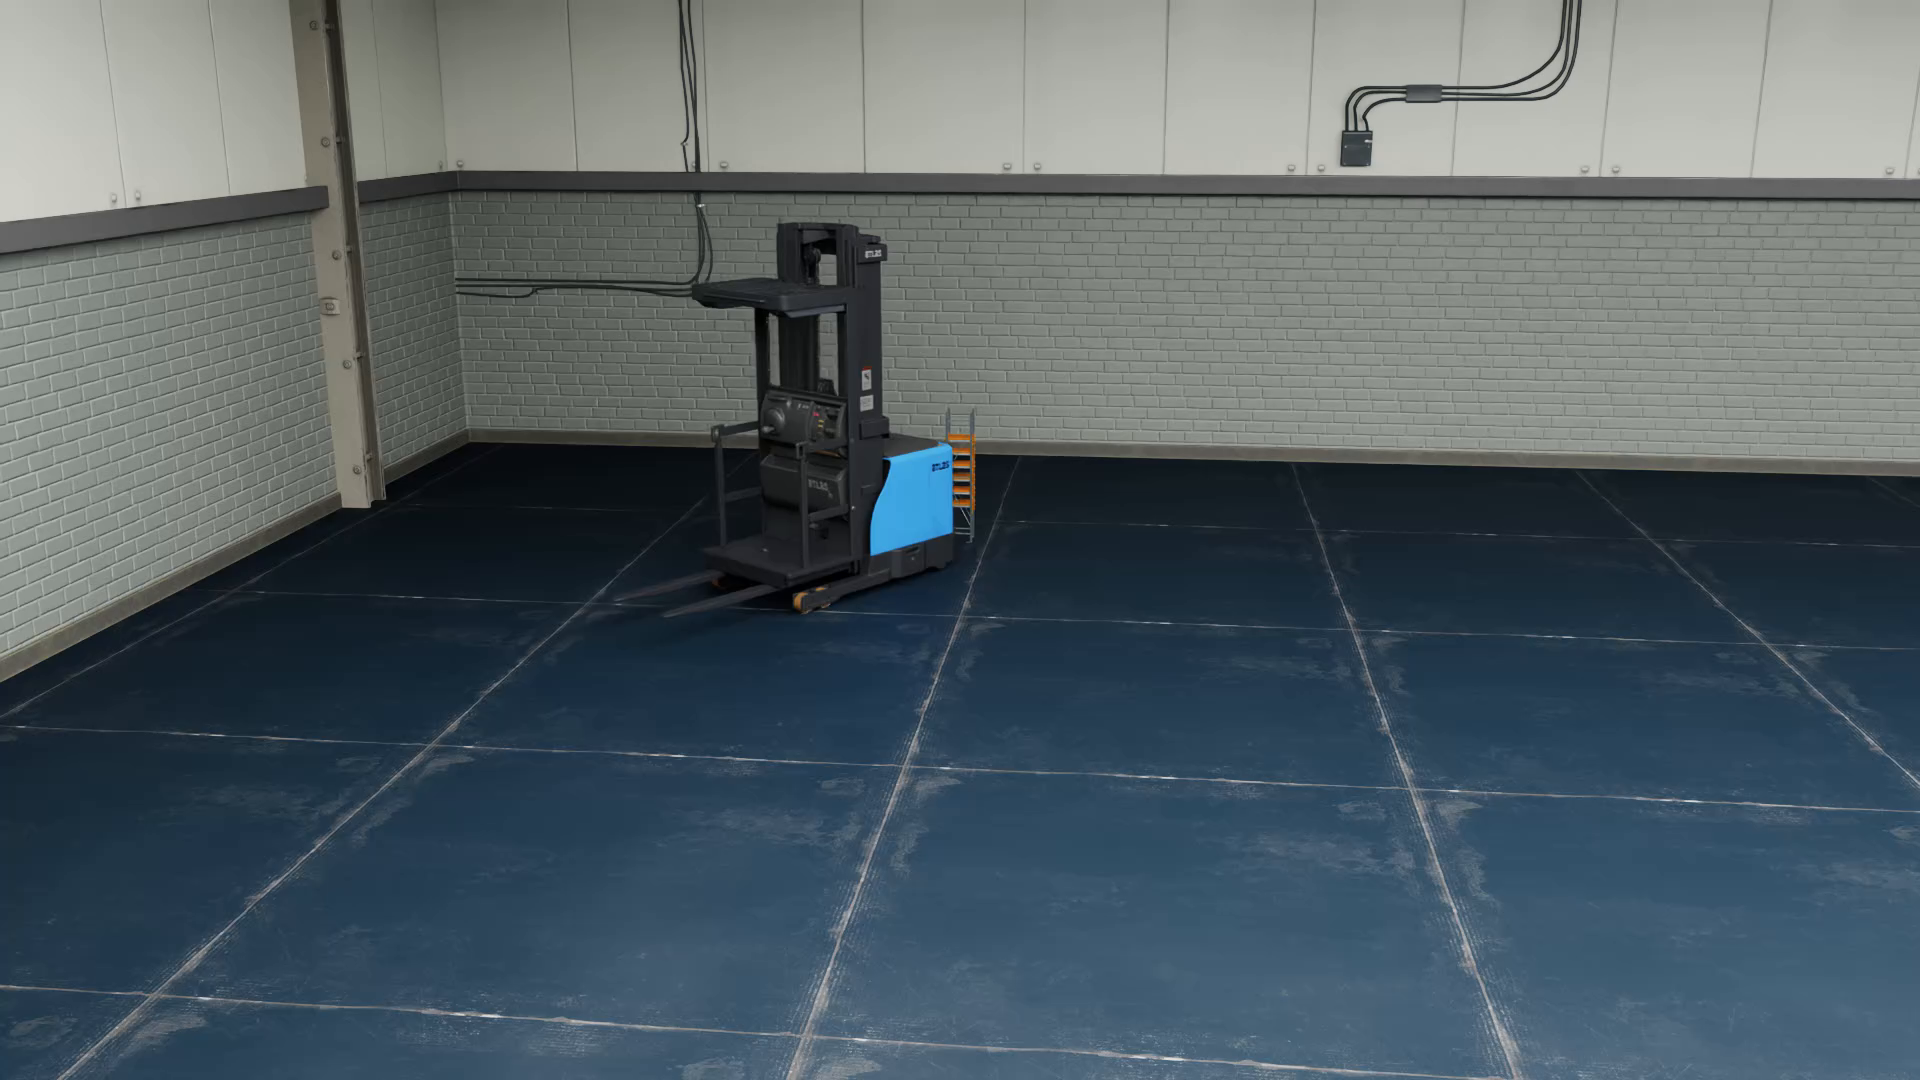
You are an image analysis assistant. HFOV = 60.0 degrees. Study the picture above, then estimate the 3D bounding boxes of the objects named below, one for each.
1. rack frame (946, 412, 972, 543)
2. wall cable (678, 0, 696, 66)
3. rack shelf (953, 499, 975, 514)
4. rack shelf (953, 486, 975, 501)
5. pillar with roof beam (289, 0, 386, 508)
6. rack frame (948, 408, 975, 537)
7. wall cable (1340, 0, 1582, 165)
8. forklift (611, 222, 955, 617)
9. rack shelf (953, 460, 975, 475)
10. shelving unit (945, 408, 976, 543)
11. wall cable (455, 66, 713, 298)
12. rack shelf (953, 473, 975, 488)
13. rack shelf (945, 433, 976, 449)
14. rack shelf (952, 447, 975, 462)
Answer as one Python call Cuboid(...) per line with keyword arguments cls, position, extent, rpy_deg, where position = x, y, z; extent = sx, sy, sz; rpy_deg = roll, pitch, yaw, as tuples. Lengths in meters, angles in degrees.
Cuboid(cls="rack frame", position=(-0.009, -0.559, 14.932), extent=(0.240, 1.200, 0.006), rpy_deg=(2, 15, 6))
Cuboid(cls="wall cable", position=(-1.601, -6.298, 17.487), extent=(3.097, 2.526, 0.112), rpy_deg=(2, 15, 6))
Cuboid(cls="rack shelf", position=(0.002, -0.308, 15.094), extent=(0.258, 0.103, 0.180), rpy_deg=(2, 15, 6))
Cuboid(cls="rack shelf", position=(0.002, -0.424, 15.062), extent=(0.258, 0.103, 0.180), rpy_deg=(2, 15, 6))
Cuboid(cls="pillar with roof beam", position=(-1.658, -4.587, 14.885), extent=(9.100, 9.000, 0.400), rpy_deg=(2, 15, 6))
Cuboid(cls="rack frame", position=(0.012, -0.607, 15.107), extent=(0.240, 1.200, 0.006), rpy_deg=(2, 15, 6))
Cuboid(cls="wall cable", position=(5.142, -6.797, 16.542), extent=(2.305, 6.003, 0.169), rpy_deg=(2, 15, 6))
Cuboid(cls="forklift", position=(-1.402, -0.987, 13.199), extent=(1.130, 2.935, 3.031), rpy_deg=(13, 20, 40))
Cuboid(cls="rack shelf", position=(0.002, -0.656, 15.000), extent=(0.258, 0.103, 0.180), rpy_deg=(2, 15, 6))
Cuboid(cls="shelving unit", position=(0.002, -0.583, 15.019), extent=(0.258, 1.200, 0.189), rpy_deg=(2, 15, 6))
Cuboid(cls="wall cable", position=(-4.289, -3.940, 18.441), extent=(3.097, 2.526, 0.112), rpy_deg=(2, 15, 6))
Cuboid(cls="rack shelf", position=(0.002, -0.540, 15.031), extent=(0.258, 0.103, 0.180), rpy_deg=(2, 15, 6))
Cuboid(cls="rack shelf", position=(0.002, -0.888, 14.937), extent=(0.258, 0.103, 0.180), rpy_deg=(2, 15, 6))
Cuboid(cls="rack shelf", position=(0.002, -0.772, 14.968), extent=(0.258, 0.103, 0.180), rpy_deg=(2, 15, 6))
